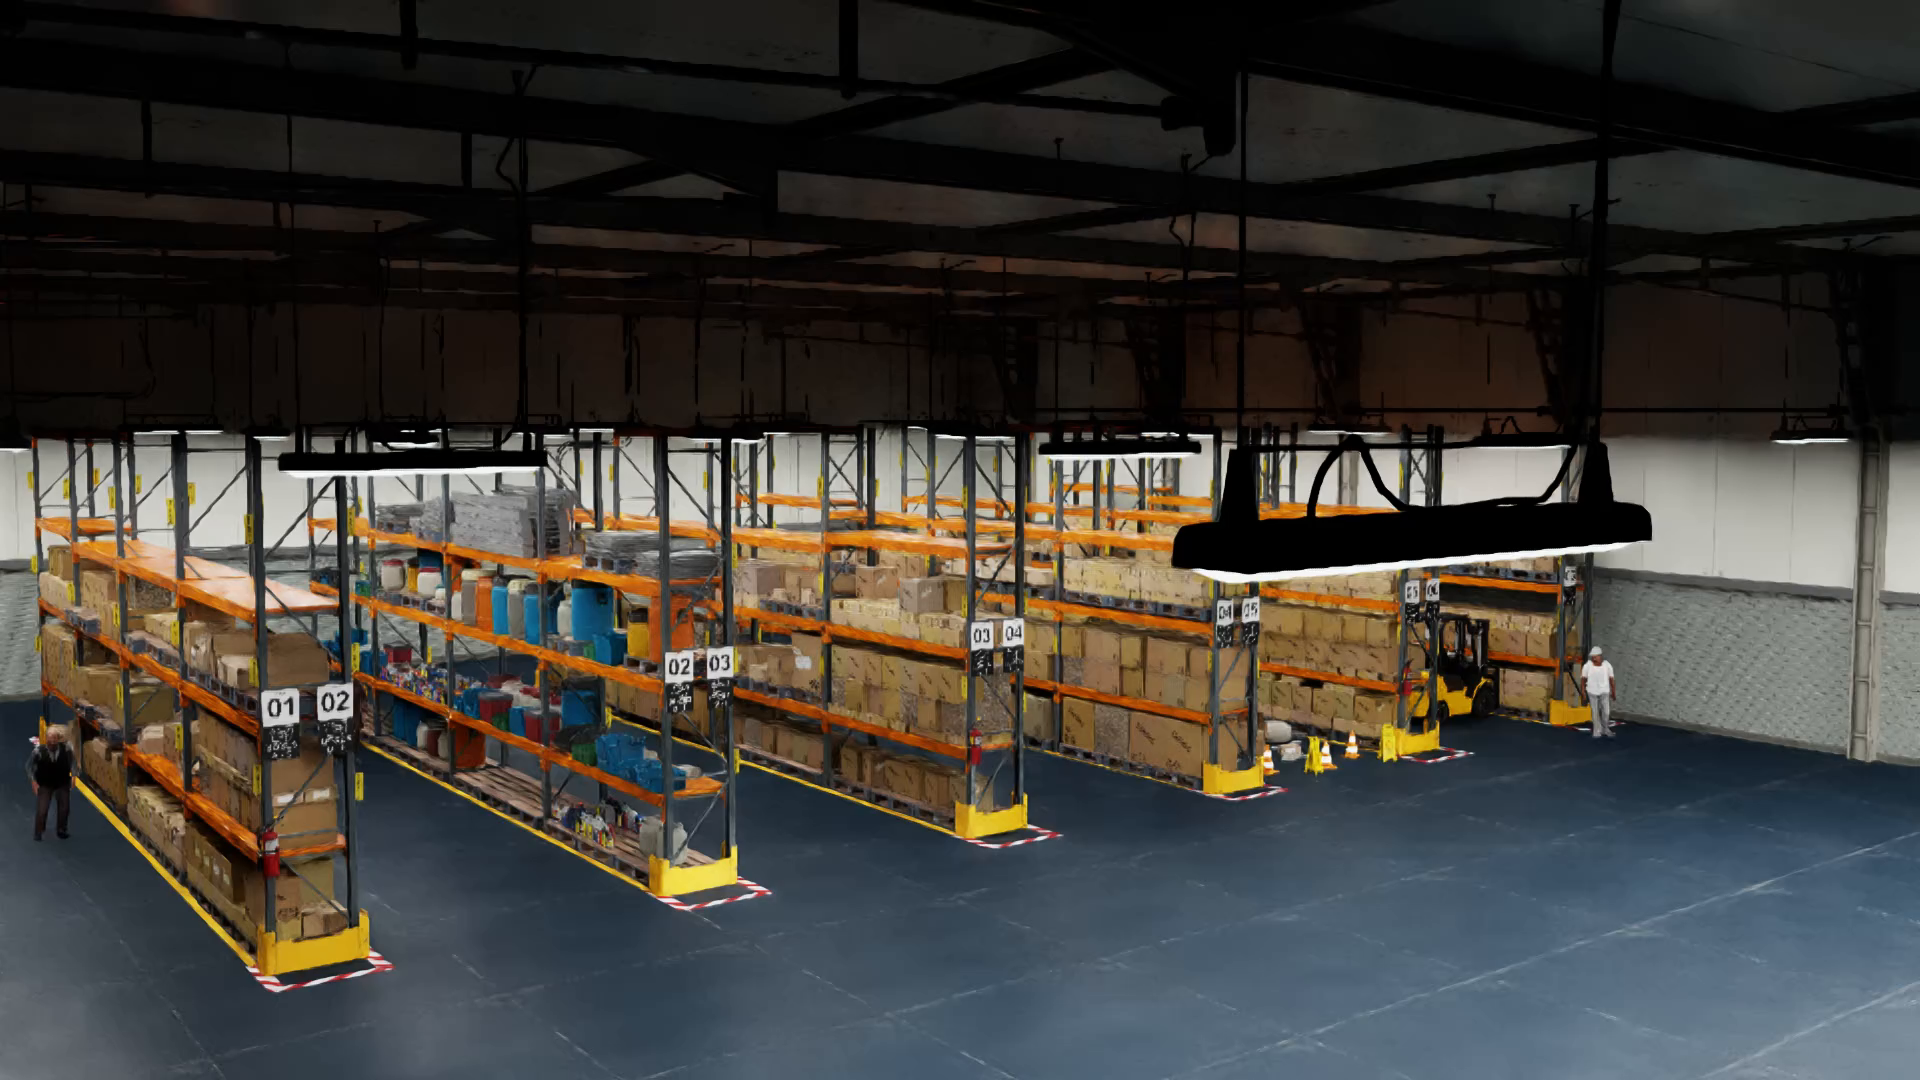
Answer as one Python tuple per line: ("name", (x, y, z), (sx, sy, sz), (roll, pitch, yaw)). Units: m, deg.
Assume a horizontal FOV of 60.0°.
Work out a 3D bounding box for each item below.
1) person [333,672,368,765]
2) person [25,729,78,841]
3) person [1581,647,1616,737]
("person", (-10.932, 3.145, 29.636), (0.729, 1.733, 0.546), (-3, 6, -38))
("person", (-13.337, 3.585, 24.437), (0.677, 1.671, 0.534), (-3, 6, -38))
("person", (12.317, 2.928, 32.048), (0.660, 1.760, 0.395), (2, 5, 21))
